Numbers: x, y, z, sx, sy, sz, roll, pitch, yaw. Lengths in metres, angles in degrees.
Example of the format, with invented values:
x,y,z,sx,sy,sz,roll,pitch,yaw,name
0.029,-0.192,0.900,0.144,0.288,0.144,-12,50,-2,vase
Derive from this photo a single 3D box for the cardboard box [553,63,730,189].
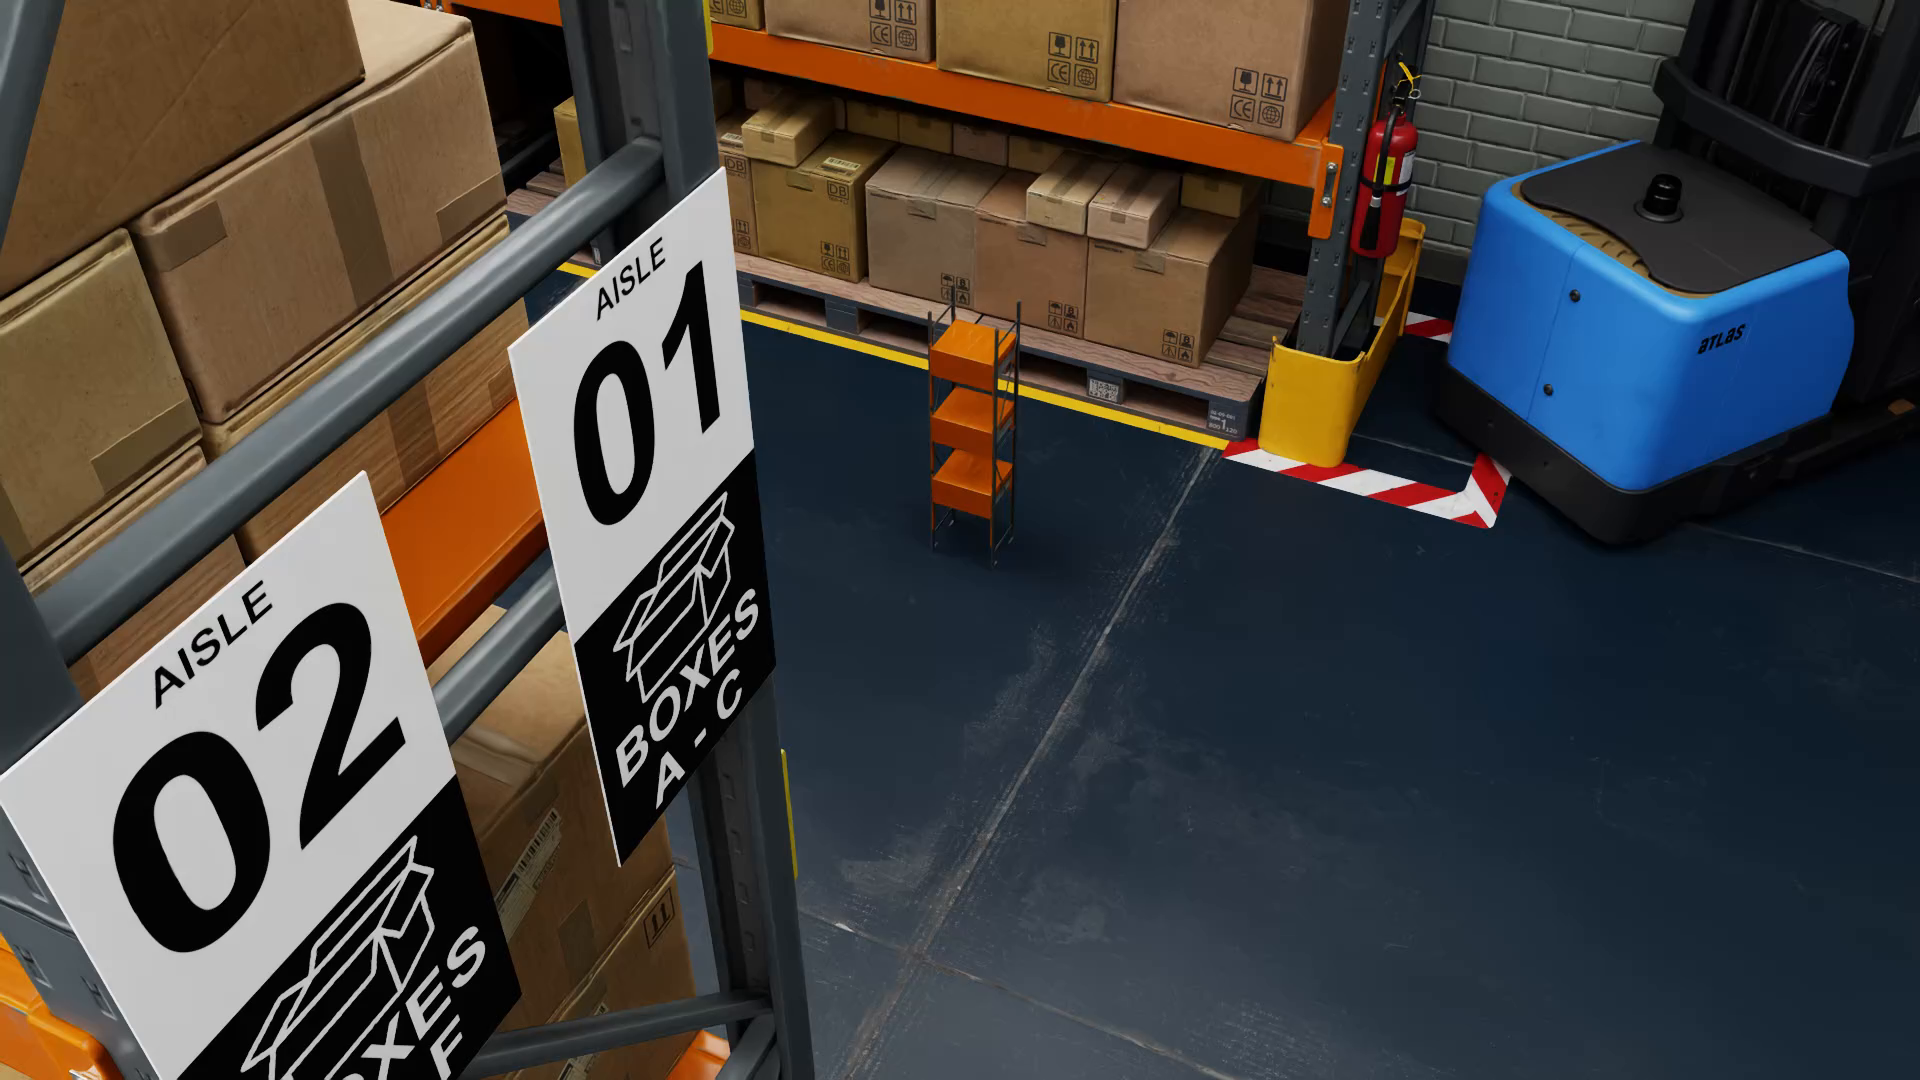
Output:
x,y,z,sx,sy,sz,roll,pitch,yaw,name
-1.432,-1.859,7.692,0.500,0.500,0.700,18,44,19,cardboard box

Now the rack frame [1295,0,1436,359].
x,y,z,sx,sy,sz,roll,pitch,yaw,name
1.559,-1.805,6.042,0.127,3.000,1.000,17,44,19,rack frame

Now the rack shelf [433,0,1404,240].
x,y,z,sx,sy,sz,roll,pitch,yaw,name
-0.254,-2.087,6.917,4.000,0.370,1.077,17,44,19,rack shelf

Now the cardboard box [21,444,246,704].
x,y,z,sx,sy,sz,roll,pitch,yaw,name
-1.110,0.074,1.699,0.500,0.250,0.500,17,44,19,cardboard box

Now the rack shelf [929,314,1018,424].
x,y,z,sx,sy,sz,roll,pitch,yaw,name
0.048,-0.588,5.710,0.240,0.259,0.215,17,44,19,rack shelf

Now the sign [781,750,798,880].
x,y,z,sx,sy,sz,roll,pitch,yaw,name
-0.303,0.487,2.737,0.005,0.325,0.100,17,44,19,sign

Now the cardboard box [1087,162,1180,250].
x,y,z,sx,sy,sz,roll,pitch,yaw,name
0.688,-1.326,6.583,0.250,0.149,0.380,16,44,18,cardboard box

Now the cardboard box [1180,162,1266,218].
x,y,z,sx,sy,sz,roll,pitch,yaw,name
1.080,-1.483,6.763,0.250,0.149,0.380,17,44,19,cardboard box

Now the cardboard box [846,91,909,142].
x,y,z,sx,sy,sz,roll,pitch,yaw,name
-0.299,-1.903,7.248,0.250,0.149,0.380,16,43,18,cardboard box

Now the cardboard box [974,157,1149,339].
x,y,z,sx,sy,sz,roll,pitch,yaw,name
0.428,-1.292,7.039,0.500,0.500,0.700,17,44,19,cardboard box

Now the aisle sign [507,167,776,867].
x,y,z,sx,sy,sz,roll,pitch,yaw,name
-0.347,-0.002,1.977,0.004,0.787,0.394,17,44,19,aisle sign

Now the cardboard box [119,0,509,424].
x,y,z,sx,sy,sz,roll,pitch,yaw,name
-0.888,-0.426,1.894,0.500,0.250,0.500,17,44,19,cardboard box

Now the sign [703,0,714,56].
x,y,z,sx,sy,sz,roll,pitch,yaw,name
-0.303,-0.650,1.752,0.005,0.325,0.100,17,44,19,sign

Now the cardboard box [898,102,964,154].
x,y,z,sx,sy,sz,roll,pitch,yaw,name
-0.070,-1.833,7.167,0.250,0.149,0.380,17,44,19,cardboard box

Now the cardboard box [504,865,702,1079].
x,y,z,sx,sy,sz,roll,pitch,yaw,name
-0.823,0.819,2.939,0.500,0.500,0.500,18,44,20,cardboard box

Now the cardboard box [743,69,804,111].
x,y,z,sx,sy,sz,roll,pitch,yaw,name
-0.762,-2.045,7.412,0.250,0.149,0.380,16,43,17,cardboard box

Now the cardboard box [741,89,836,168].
x,y,z,sx,sy,sz,roll,pitch,yaw,name
-0.726,-1.757,7.079,0.250,0.149,0.380,16,43,17,cardboard box

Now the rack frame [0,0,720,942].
x,y,z,sx,sy,sz,roll,pitch,yaw,name
-0.532,-1.131,0.684,0.127,3.000,1.000,17,44,19,rack frame

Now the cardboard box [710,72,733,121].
x,y,z,sx,sy,sz,roll,pitch,yaw,name
-1.199,-1.901,7.246,0.250,0.149,0.380,18,44,20,cardboard box

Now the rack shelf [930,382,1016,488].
x,y,z,sx,sy,sz,roll,pitch,yaw,name
0.048,-0.374,5.896,0.240,0.259,0.215,17,44,19,rack shelf

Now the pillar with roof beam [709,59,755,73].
x,y,z,sx,sy,sz,roll,pitch,yaw,name
-2.886,-2.944,2.776,0.400,9.000,9.100,17,44,19,pillar with roof beam

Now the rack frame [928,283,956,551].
x,y,z,sx,sy,sz,roll,pitch,yaw,name
-0.062,-0.416,5.928,0.008,1.050,0.200,17,44,19,rack frame

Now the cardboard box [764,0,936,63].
x,y,z,sx,sy,sz,roll,pitch,yaw,name
-0.259,-2.465,6.575,0.700,0.700,0.980,15,43,17,cardboard box

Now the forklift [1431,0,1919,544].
x,y,z,sx,sy,sz,roll,pitch,yaw,name
3.459,-1.793,6.081,3.031,2.935,1.130,-20,45,-21,forklift

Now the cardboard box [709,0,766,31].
x,y,z,sx,sy,sz,roll,pitch,yaw,name
-0.922,-2.661,6.801,0.700,0.700,0.980,16,43,18,cardboard box

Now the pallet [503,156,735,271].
x,y,z,sx,sy,sz,roll,pitch,yaw,name
-1.410,-1.602,7.937,1.213,0.211,1.003,17,44,19,pallet

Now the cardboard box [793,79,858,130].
x,y,z,sx,sy,sz,roll,pitch,yaw,name
-0.533,-1.974,7.330,0.250,0.149,0.380,17,44,19,cardboard box

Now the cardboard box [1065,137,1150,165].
x,y,z,sx,sy,sz,roll,pitch,yaw,name
0.620,-1.623,6.925,0.250,0.149,0.380,17,44,19,cardboard box

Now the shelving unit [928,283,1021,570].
x,y,z,sx,sy,sz,roll,pitch,yaw,name
0.048,-0.382,5.889,0.252,1.050,0.215,17,44,19,shelving unit

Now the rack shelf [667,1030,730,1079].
x,y,z,sx,sy,sz,roll,pitch,yaw,name
-2.345,0.854,3.524,4.000,0.370,1.077,17,44,19,rack shelf

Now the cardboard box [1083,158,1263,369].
x,y,z,sx,sy,sz,roll,pitch,yaw,name
0.882,-1.154,6.879,0.500,0.500,0.700,17,44,19,cardboard box

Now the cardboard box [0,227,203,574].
x,y,z,sx,sy,sz,roll,pitch,yaw,name
-1.106,-0.120,1.541,0.500,0.250,0.500,17,44,19,cardboard box

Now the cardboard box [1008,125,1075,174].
x,y,z,sx,sy,sz,roll,pitch,yaw,name
0.394,-1.692,7.005,0.250,0.149,0.380,17,44,19,cardboard box

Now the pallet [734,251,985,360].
x,y,z,sx,sy,sz,roll,pitch,yaw,name
-0.301,-1.265,7.548,1.213,0.211,1.003,17,44,19,pallet

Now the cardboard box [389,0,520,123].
x,y,z,sx,sy,sz,roll,pitch,yaw,name
-2.710,-2.362,8.006,0.750,0.750,0.750,17,44,19,cardboard box

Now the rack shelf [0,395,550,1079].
x,y,z,sx,sy,sz,roll,pitch,yaw,name
-2.345,-0.279,2.541,4.000,0.370,1.077,17,44,19,rack shelf

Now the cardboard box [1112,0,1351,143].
x,y,z,sx,sy,sz,roll,pitch,yaw,name
1.092,-2.054,6.100,0.700,0.700,0.980,19,44,21,cardboard box

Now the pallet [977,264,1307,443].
x,y,z,sx,sy,sz,roll,pitch,yaw,name
0.801,-0.926,7.158,1.213,0.211,1.003,17,44,19,pallet

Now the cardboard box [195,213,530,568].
x,y,z,sx,sy,sz,roll,pitch,yaw,name
-0.891,-0.234,2.054,0.500,0.250,0.500,17,44,19,cardboard box

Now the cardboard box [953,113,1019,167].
x,y,z,sx,sy,sz,roll,pitch,yaw,name
0.163,-1.762,7.086,0.250,0.149,0.380,18,44,19,cardboard box

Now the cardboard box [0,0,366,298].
x,y,z,sx,sy,sz,roll,pitch,yaw,name
-1.005,-0.545,1.459,0.500,0.500,0.700,17,44,19,cardboard box

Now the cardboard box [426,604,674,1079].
x,y,z,sx,sy,sz,roll,pitch,yaw,name
-0.823,0.441,2.611,0.500,0.500,0.500,18,44,20,cardboard box

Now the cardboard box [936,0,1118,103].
x,y,z,sx,sy,sz,roll,pitch,yaw,name
0.428,-2.249,6.325,0.700,0.700,0.980,17,44,18,cardboard box

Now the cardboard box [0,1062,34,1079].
x,y,z,sx,sy,sz,roll,pitch,yaw,name
-1.052,0.761,2.243,0.500,0.500,0.500,17,44,18,cardboard box

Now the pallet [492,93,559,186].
x,y,z,sx,sy,sz,roll,pitch,yaw,name
-2.797,-2.028,8.429,1.213,0.211,1.003,17,44,19,pallet

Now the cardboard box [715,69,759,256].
x,y,z,sx,sy,sz,roll,pitch,yaw,name
-0.978,-1.718,7.530,0.500,0.500,0.700,17,44,18,cardboard box

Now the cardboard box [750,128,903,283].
x,y,z,sx,sy,sz,roll,pitch,yaw,name
-0.514,-1.574,7.364,0.500,0.500,0.700,18,44,20,cardboard box

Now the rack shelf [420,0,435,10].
x,y,z,sx,sy,sz,roll,pitch,yaw,name
-3.879,-3.195,8.195,4.000,0.370,1.077,17,44,19,rack shelf

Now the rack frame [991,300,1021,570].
x,y,z,sx,sy,sz,roll,pitch,yaw,name
0.159,-0.348,5.850,0.008,1.050,0.200,17,44,19,rack frame

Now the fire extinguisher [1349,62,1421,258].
x,y,z,sx,sy,sz,roll,pitch,yaw,name
1.500,-1.319,5.826,0.183,0.674,0.296,17,44,19,fire extinguisher

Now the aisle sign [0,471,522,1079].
x,y,z,sx,sy,sz,roll,pitch,yaw,name
-0.600,0.355,1.566,0.004,0.787,0.394,17,44,19,aisle sign

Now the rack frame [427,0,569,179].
x,y,z,sx,sy,sz,roll,pitch,yaw,name
-2.066,-2.913,7.320,0.127,3.000,1.000,17,44,19,rack frame

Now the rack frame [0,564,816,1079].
x,y,z,sx,sy,sz,roll,pitch,yaw,name
-0.532,1.136,2.649,0.127,3.000,1.000,17,44,19,rack frame

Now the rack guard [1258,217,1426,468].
x,y,z,sx,sy,sz,roll,pitch,yaw,name
1.580,-0.854,6.853,0.348,0.500,1.175,17,44,19,rack guard

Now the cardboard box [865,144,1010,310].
x,y,z,sx,sy,sz,roll,pitch,yaw,name
-0.028,-1.431,7.199,0.500,0.500,0.700,16,43,17,cardboard box

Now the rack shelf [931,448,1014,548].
x,y,z,sx,sy,sz,roll,pitch,yaw,name
0.048,-0.164,6.078,0.240,0.259,0.215,17,44,19,rack shelf

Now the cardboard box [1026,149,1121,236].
x,y,z,sx,sy,sz,roll,pitch,yaw,name
0.457,-1.397,6.664,0.250,0.149,0.380,18,44,20,cardboard box
